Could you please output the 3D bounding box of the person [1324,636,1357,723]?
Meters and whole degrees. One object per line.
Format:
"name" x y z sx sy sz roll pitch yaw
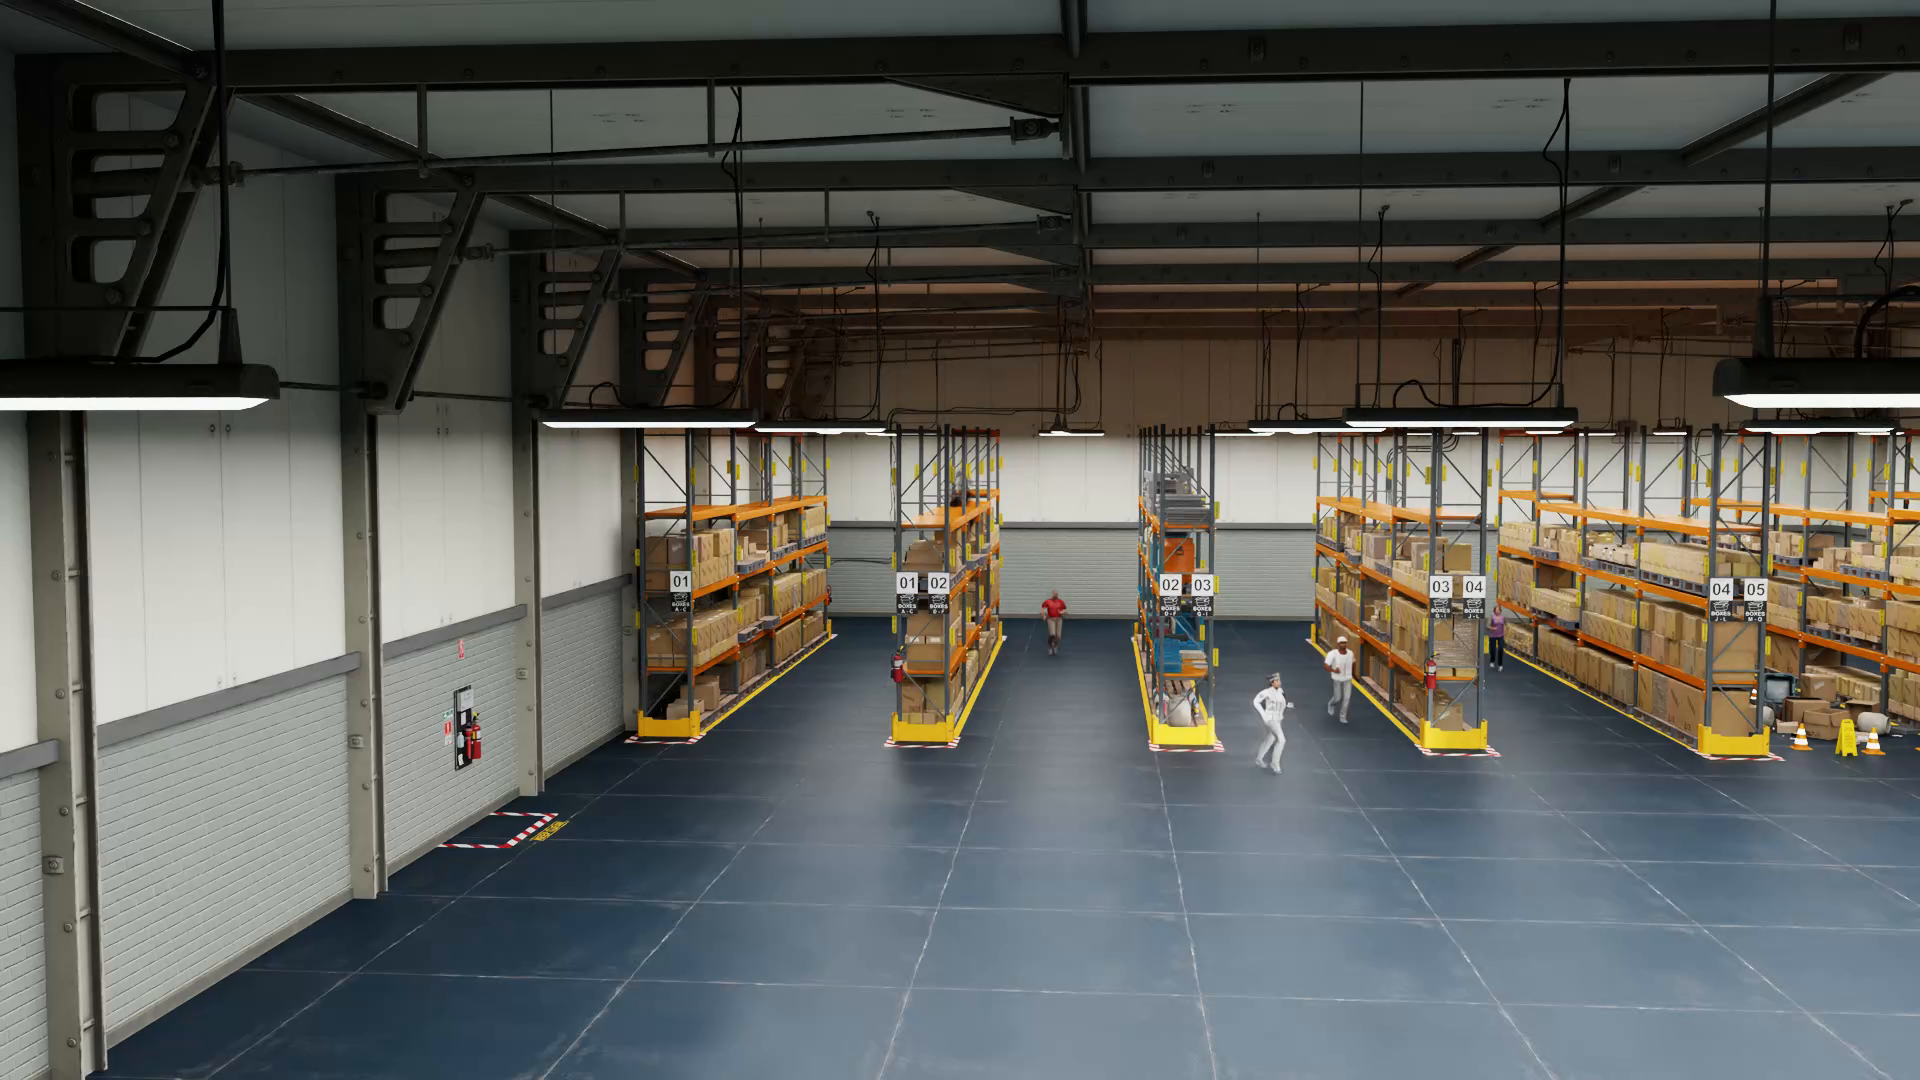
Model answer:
"person" 7.705 2.805 33.647 0.708 1.732 0.733 -1 4 -9

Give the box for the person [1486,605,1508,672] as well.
"person" 13.274 2.430 41.095 0.552 1.656 0.706 0 4 8

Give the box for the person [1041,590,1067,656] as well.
"person" 2.511 2.196 44.012 0.636 1.747 0.703 -1 4 -12

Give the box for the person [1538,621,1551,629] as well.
"person" 16.450 2.023 46.890 0.751 1.724 0.697 -2 4 -31

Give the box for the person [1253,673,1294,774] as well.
"person" 5.413 3.149 28.665 0.711 1.757 0.564 3 5 43
